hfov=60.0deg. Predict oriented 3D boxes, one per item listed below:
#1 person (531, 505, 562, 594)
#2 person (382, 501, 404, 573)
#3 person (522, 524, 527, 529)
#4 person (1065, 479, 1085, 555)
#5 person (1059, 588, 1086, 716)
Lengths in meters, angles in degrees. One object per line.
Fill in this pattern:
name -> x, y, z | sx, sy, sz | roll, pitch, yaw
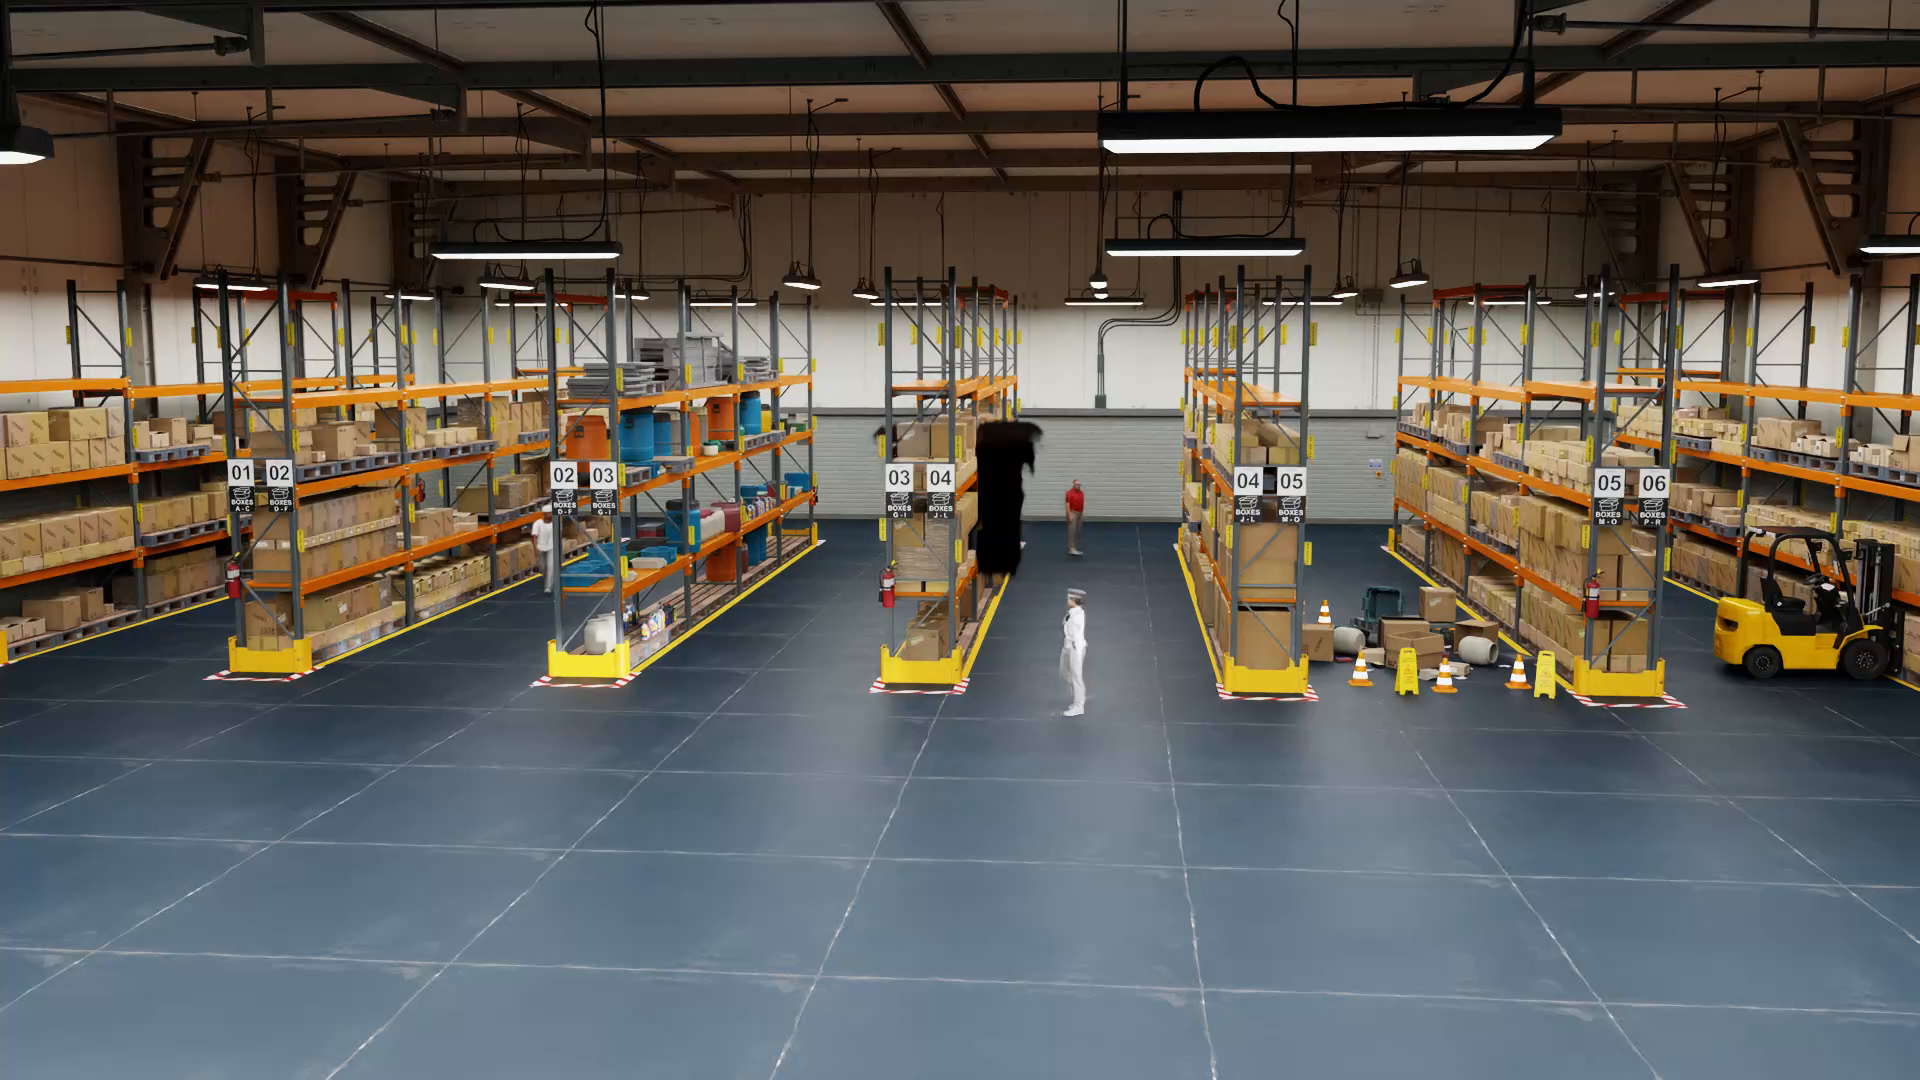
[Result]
person -> -8.156, 0.181, 32.713 | 0.491, 1.726, 1.027 | 0, 7, 3
person -> -11.398, 0.113, 33.529 | 0.793, 1.812, 0.936 | 1, 7, 6
person -> -11.440, -1.042, 43.296 | 0.500, 1.581, 0.443 | 4, 8, 31
person -> 2.699, -0.539, 38.545 | 0.555, 1.739, 0.442 | -7, 10, -44
person -> 1.527, 1.483, 22.172 | 0.389, 1.692, 0.511 | -1, 7, -7
